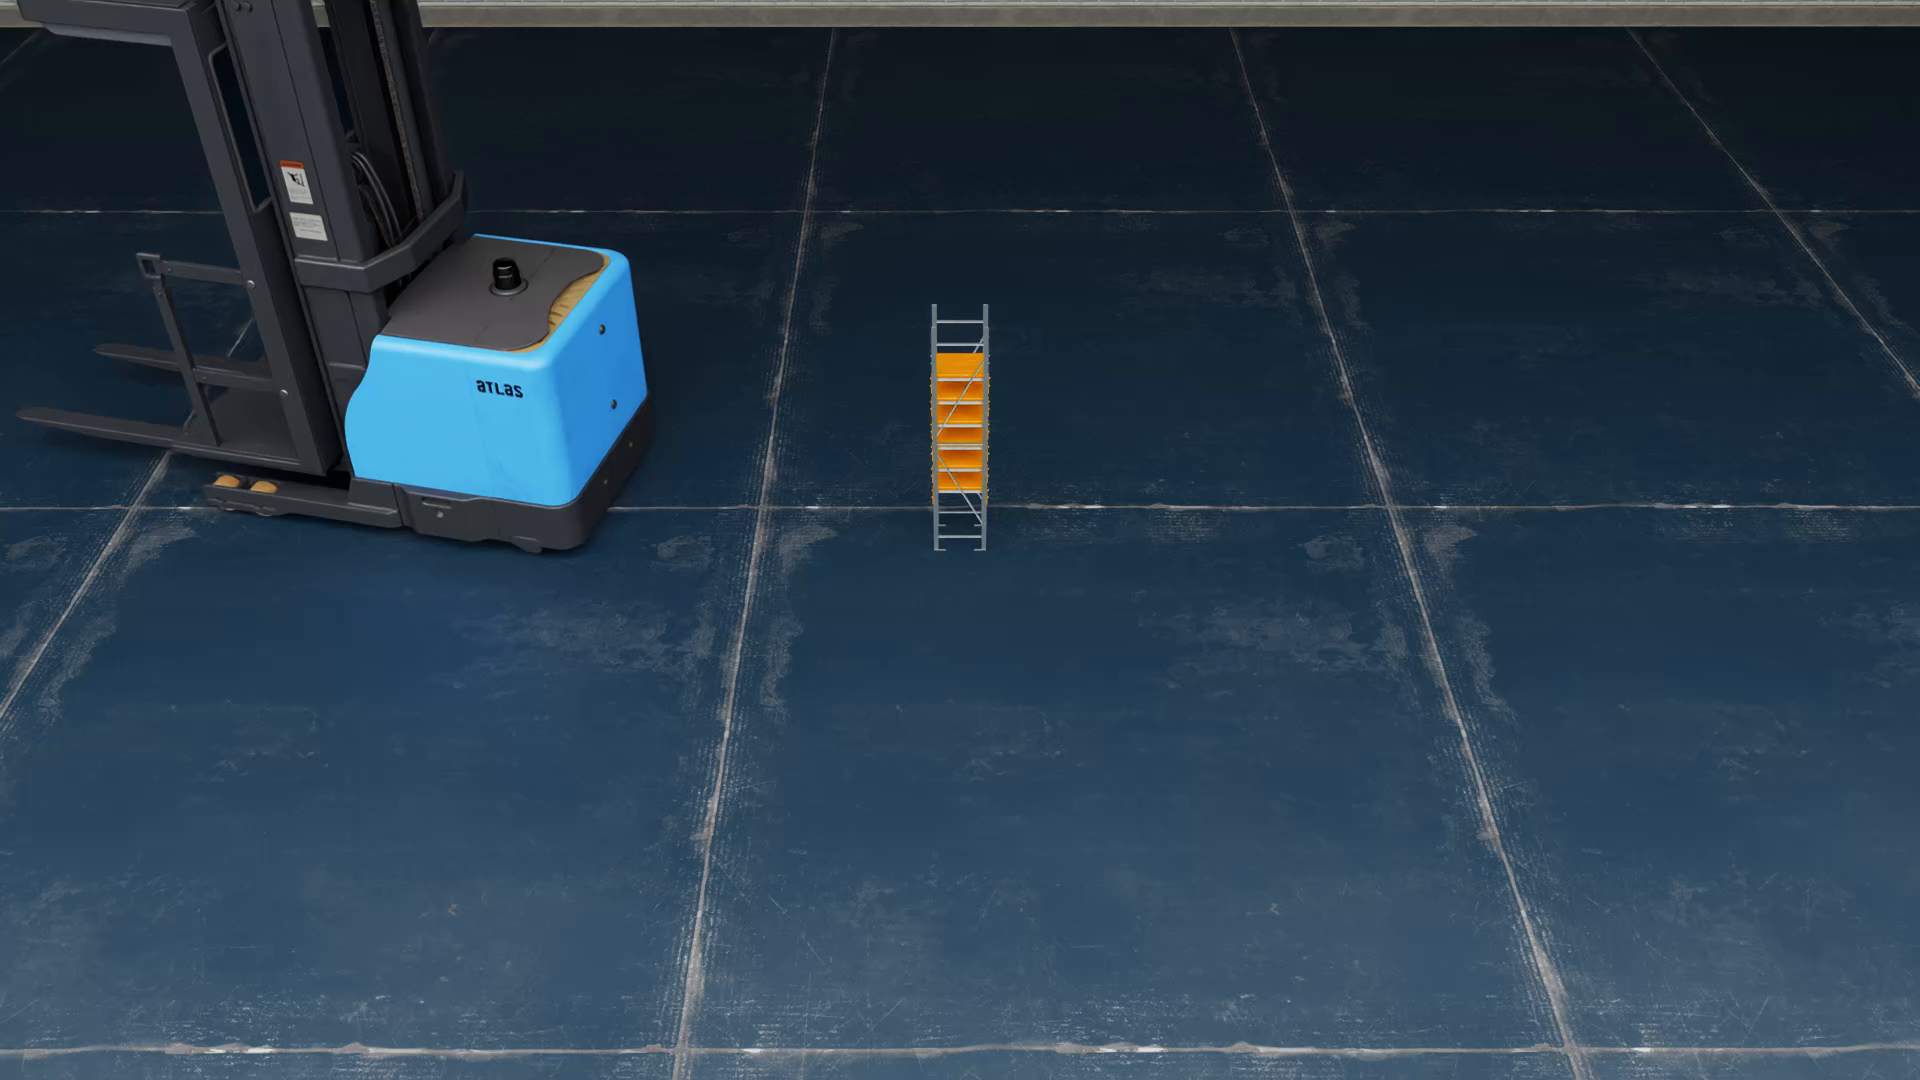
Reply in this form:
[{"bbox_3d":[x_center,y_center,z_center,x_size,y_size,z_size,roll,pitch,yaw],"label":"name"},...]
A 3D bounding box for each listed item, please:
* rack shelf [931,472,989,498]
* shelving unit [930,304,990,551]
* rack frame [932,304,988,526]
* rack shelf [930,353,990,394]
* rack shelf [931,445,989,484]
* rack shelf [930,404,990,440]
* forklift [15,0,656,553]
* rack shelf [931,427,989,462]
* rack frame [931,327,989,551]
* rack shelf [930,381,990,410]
[{"bbox_3d":[0.000,-0.255,7.564,0.258,0.103,0.180,0,39,0],"label":"rack shelf"},{"bbox_3d":[0.000,-0.477,7.386,0.258,1.200,0.189,0,39,0],"label":"shelving unit"},{"bbox_3d":[0.000,-0.534,7.457,0.240,1.200,0.006,0,39,0],"label":"rack frame"},{"bbox_3d":[0.000,-0.724,7.189,0.258,0.103,0.180,0,39,0],"label":"rack shelf"},{"bbox_3d":[0.000,-0.349,7.489,0.258,0.103,0.180,0,39,0],"label":"rack shelf"},{"bbox_3d":[0.000,-0.536,7.339,0.258,0.103,0.180,0,39,0],"label":"rack shelf"},{"bbox_3d":[-3.091,-1.567,7.362,3.031,2.935,1.130,8,39,10],"label":"forklift"},{"bbox_3d":[0.000,-0.443,7.414,0.258,0.103,0.180,0,39,0],"label":"rack shelf"},{"bbox_3d":[0.000,-0.420,7.315,0.240,1.200,0.006,0,39,0],"label":"rack frame"},{"bbox_3d":[0.000,-0.630,7.264,0.258,0.103,0.180,0,39,0],"label":"rack shelf"}]
